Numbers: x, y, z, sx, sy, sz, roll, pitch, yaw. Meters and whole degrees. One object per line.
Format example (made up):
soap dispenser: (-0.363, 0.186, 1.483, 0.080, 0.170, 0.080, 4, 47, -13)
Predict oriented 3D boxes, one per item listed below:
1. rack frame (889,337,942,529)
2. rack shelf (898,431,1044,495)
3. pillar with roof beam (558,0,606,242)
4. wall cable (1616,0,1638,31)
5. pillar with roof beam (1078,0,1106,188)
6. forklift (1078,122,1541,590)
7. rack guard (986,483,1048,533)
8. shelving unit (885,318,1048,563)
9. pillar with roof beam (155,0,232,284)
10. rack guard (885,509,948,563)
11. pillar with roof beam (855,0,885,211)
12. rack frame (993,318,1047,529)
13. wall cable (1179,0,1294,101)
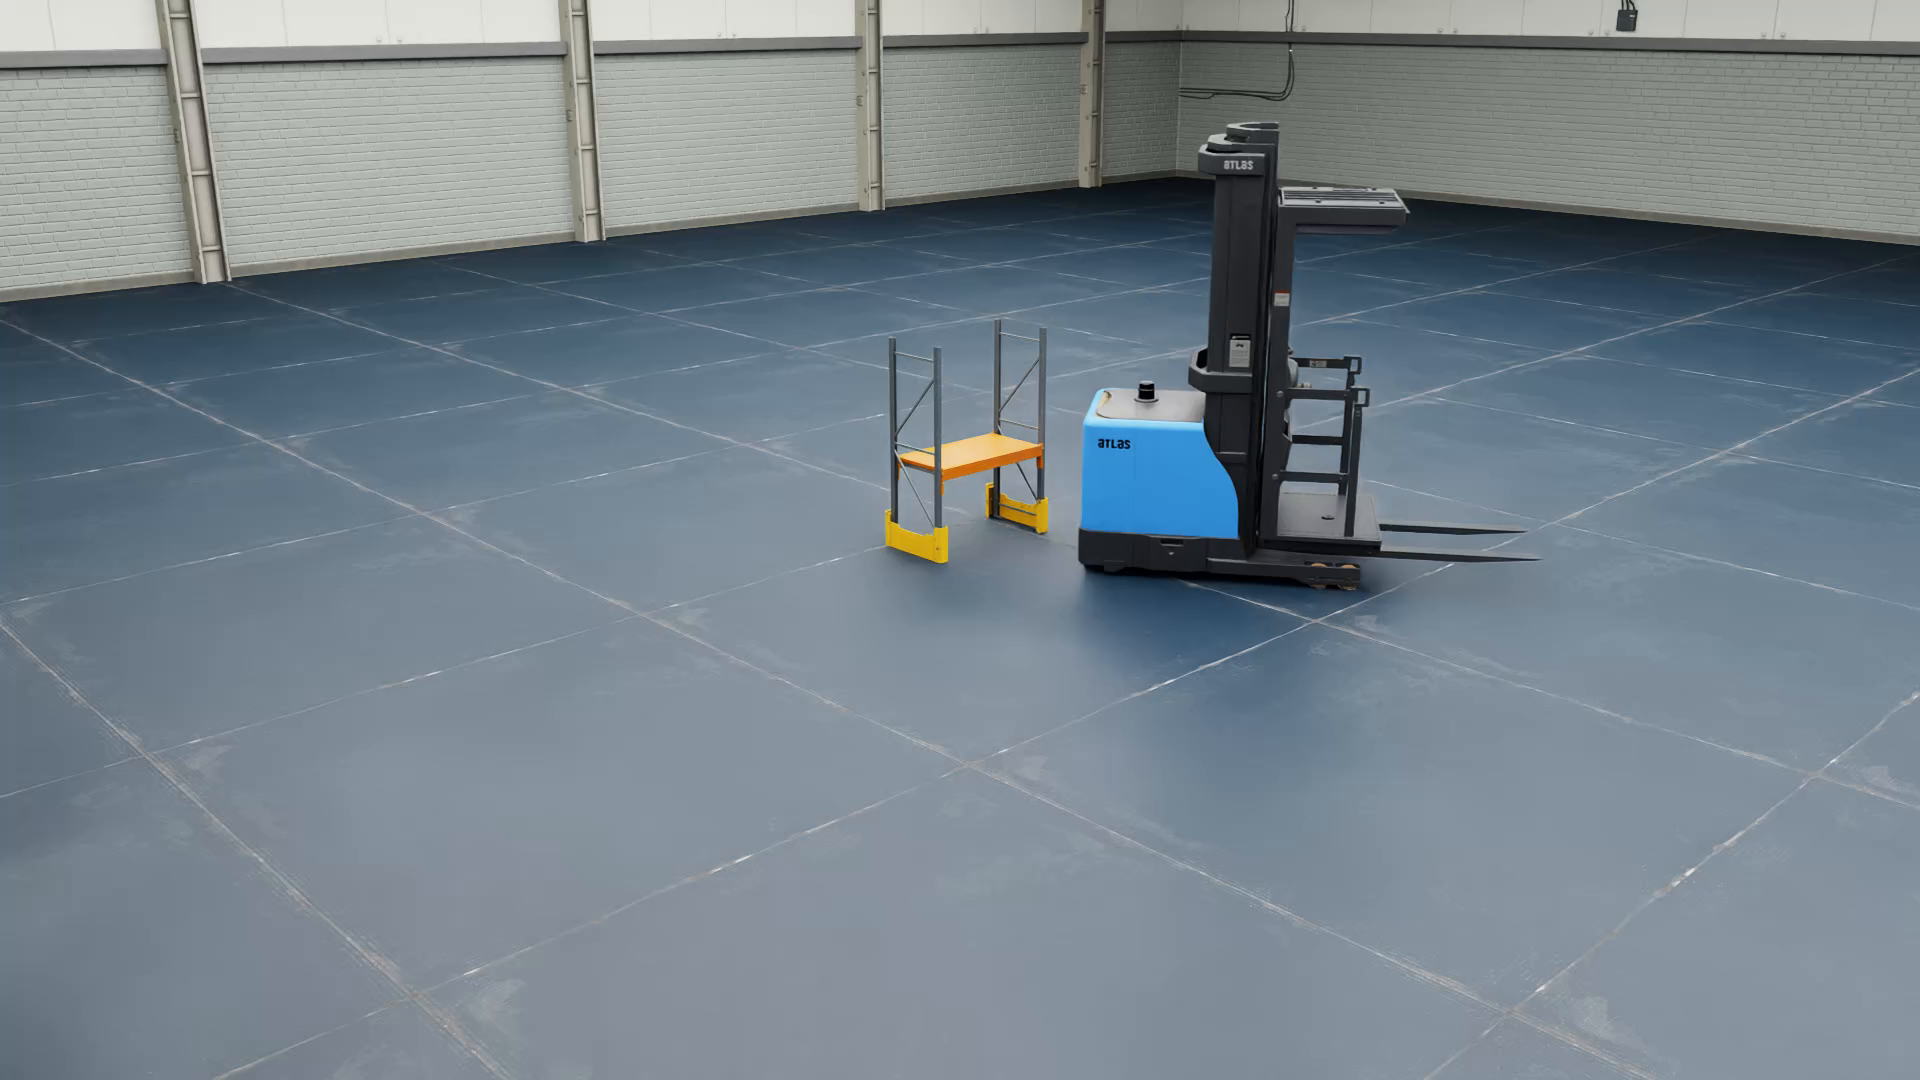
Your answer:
rack frame: (-0.307, -0.624, 11.477, 0.032, 1.500, 0.500, -16, 24, -41)
rack shelf: (0.062, -0.560, 11.865, 1.000, 0.185, 0.538, -16, 24, -41)
pillar with roof beam: (-3.043, -8.182, 22.629, 0.400, 9.000, 9.100, -16, 24, -41)
wall cable: (12.278, -11.504, 27.362, 0.169, 6.003, 2.305, -16, 24, -41)
pillar with roof beam: (5.676, -10.724, 30.471, 0.400, 9.000, 9.100, -16, 24, -41)
forklift: (2.370, -1.240, 11.057, 3.031, 2.935, 1.130, 3, 18, 10)
rack guard: (0.417, -0.241, 12.321, 0.087, 0.250, 0.587, -16, 24, -41)
shelving unit: (0.055, -0.730, 11.803, 1.083, 1.500, 0.587, -16, 24, -41)
pillar with roof beam: (-7.403, -6.910, 18.707, 0.400, 9.000, 9.100, -16, 24, -41)
rack guard: (-0.306, -0.030, 11.670, 0.087, 0.250, 0.587, -16, 24, -41)
pillar with roof beam: (1.316, -9.453, 26.550, 0.400, 9.000, 9.100, -16, 24, -41)
rack frame: (0.431, -0.839, 12.141, 0.032, 1.500, 0.500, -16, 24, -41)
wall cable: (5.767, -10.540, 34.937, 0.112, 2.526, 3.097, -16, 24, -41)
